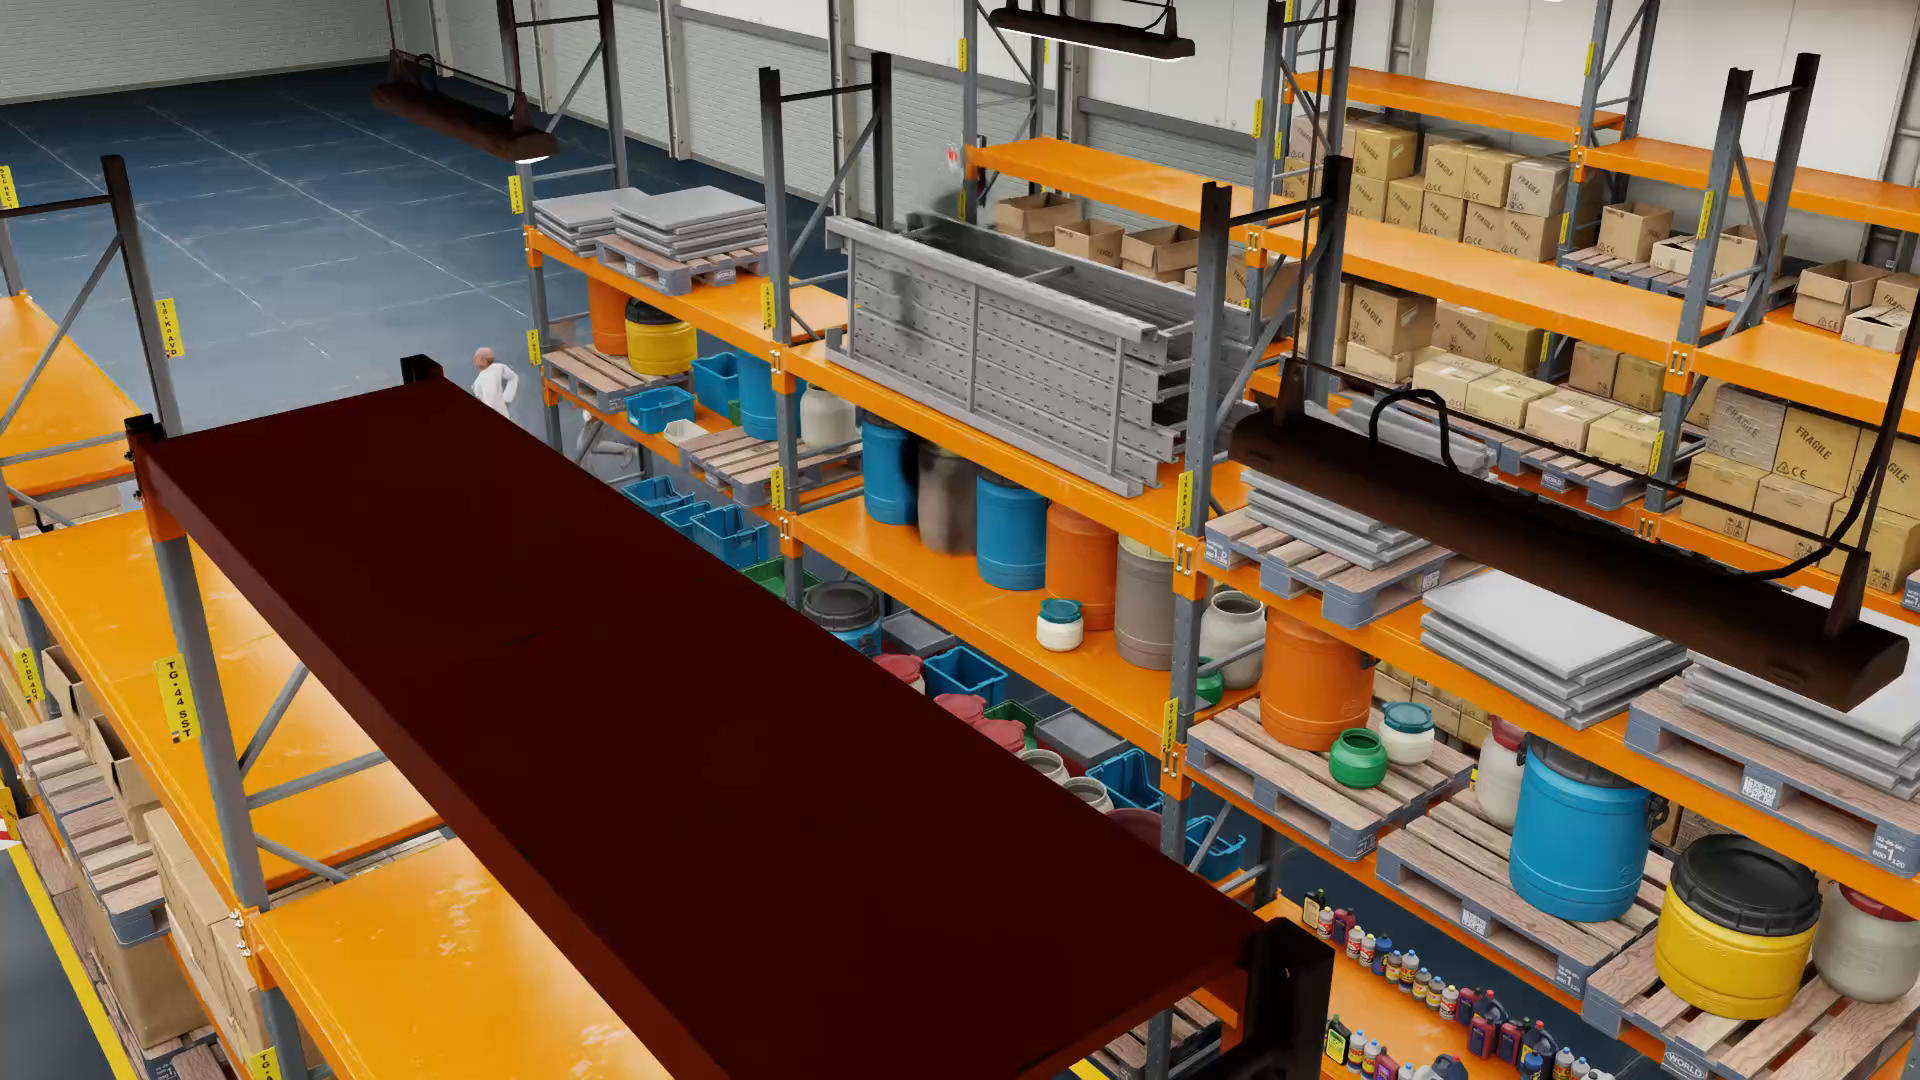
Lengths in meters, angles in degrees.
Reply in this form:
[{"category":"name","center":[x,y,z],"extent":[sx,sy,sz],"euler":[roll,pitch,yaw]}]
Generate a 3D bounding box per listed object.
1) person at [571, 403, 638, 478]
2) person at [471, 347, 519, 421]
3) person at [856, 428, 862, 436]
[{"category":"person","center":[-4.168,-1.413,19.218],"extent":[0.815,1.727,0.712],"euler":[-6,27,-13]},{"category":"person","center":[-5.283,-1.317,18.978],"extent":[0.848,1.846,0.689],"euler":[-6,26,-11]},{"category":"person","center":[-1.457,-1.668,19.859],"extent":[0.622,1.629,0.598],"euler":[-3,26,-5]}]
